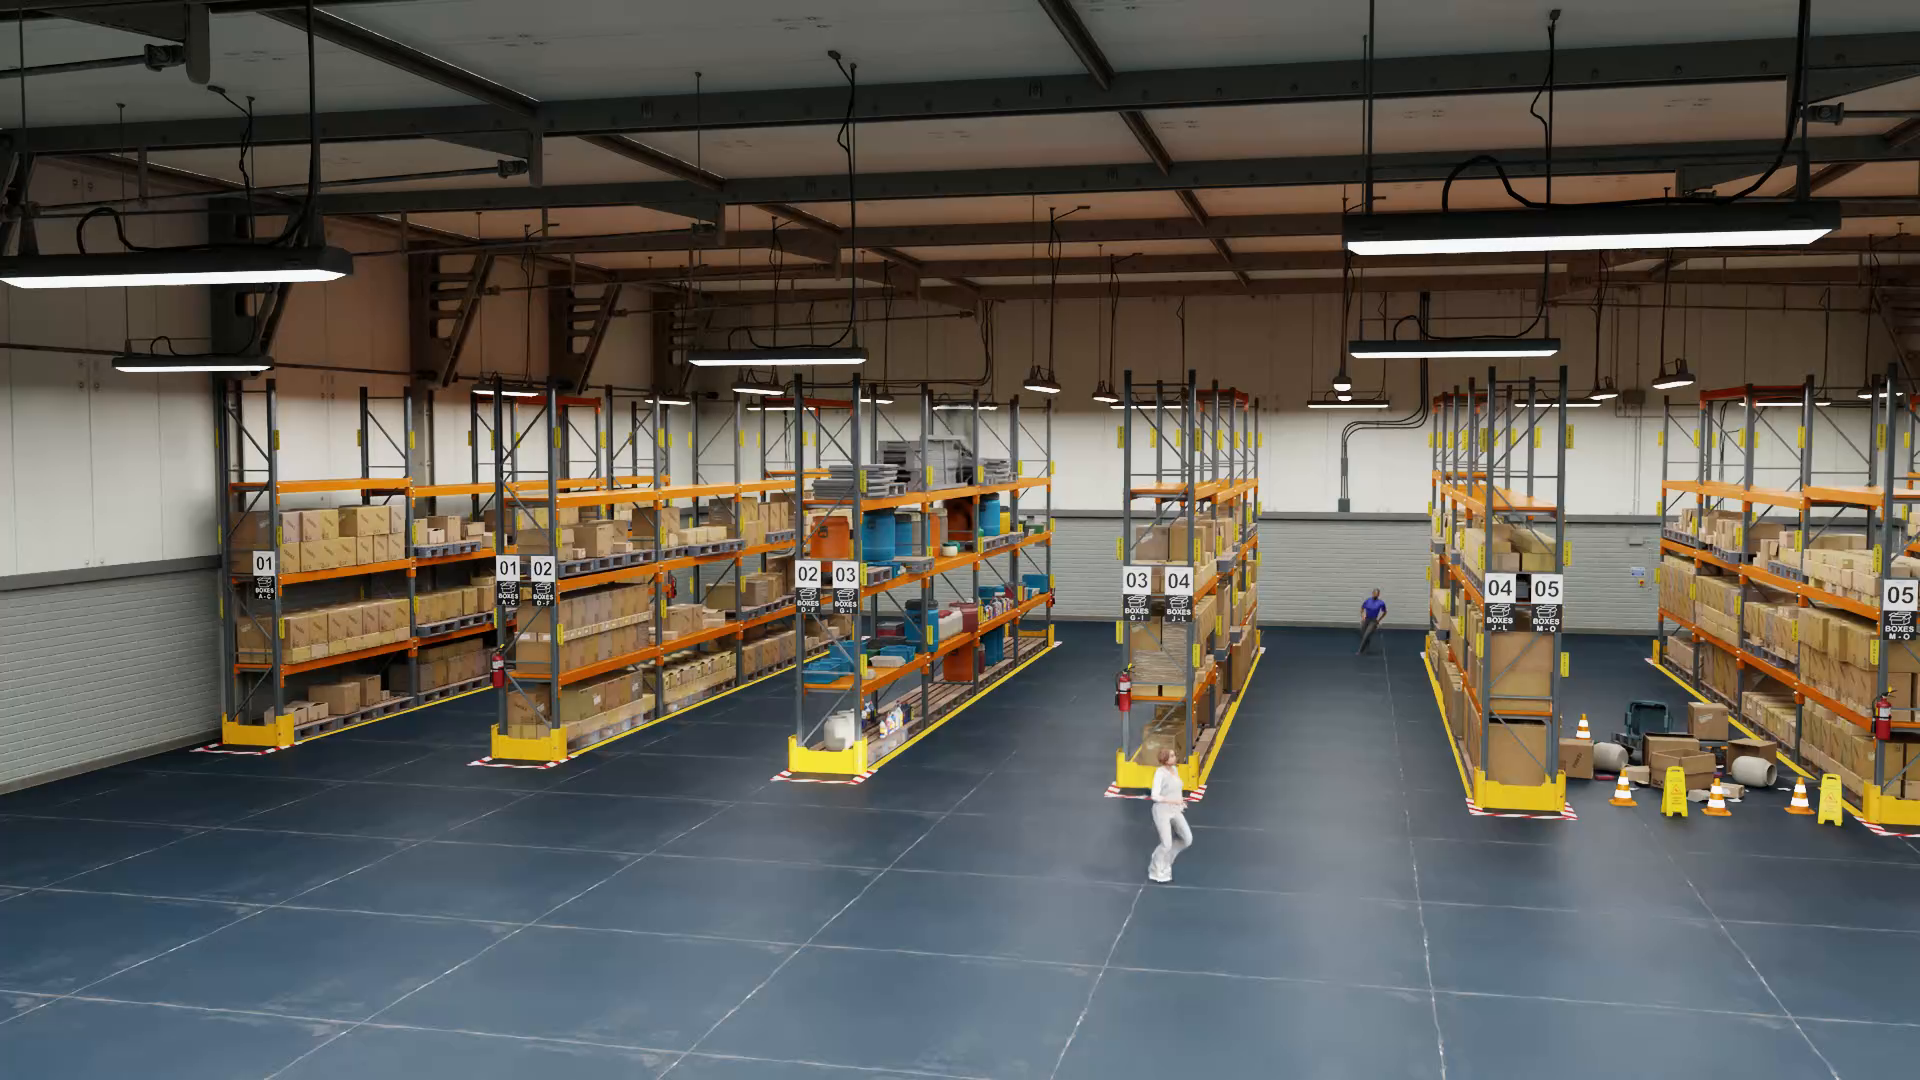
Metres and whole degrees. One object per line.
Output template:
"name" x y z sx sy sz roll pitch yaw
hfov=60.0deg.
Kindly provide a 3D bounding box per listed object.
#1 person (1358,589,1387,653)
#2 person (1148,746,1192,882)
"person" 9.602 1.877 38.609 0.610 1.521 0.643 2 4 33
"person" 2.361 3.087 18.686 0.586 1.558 0.475 3 5 43
